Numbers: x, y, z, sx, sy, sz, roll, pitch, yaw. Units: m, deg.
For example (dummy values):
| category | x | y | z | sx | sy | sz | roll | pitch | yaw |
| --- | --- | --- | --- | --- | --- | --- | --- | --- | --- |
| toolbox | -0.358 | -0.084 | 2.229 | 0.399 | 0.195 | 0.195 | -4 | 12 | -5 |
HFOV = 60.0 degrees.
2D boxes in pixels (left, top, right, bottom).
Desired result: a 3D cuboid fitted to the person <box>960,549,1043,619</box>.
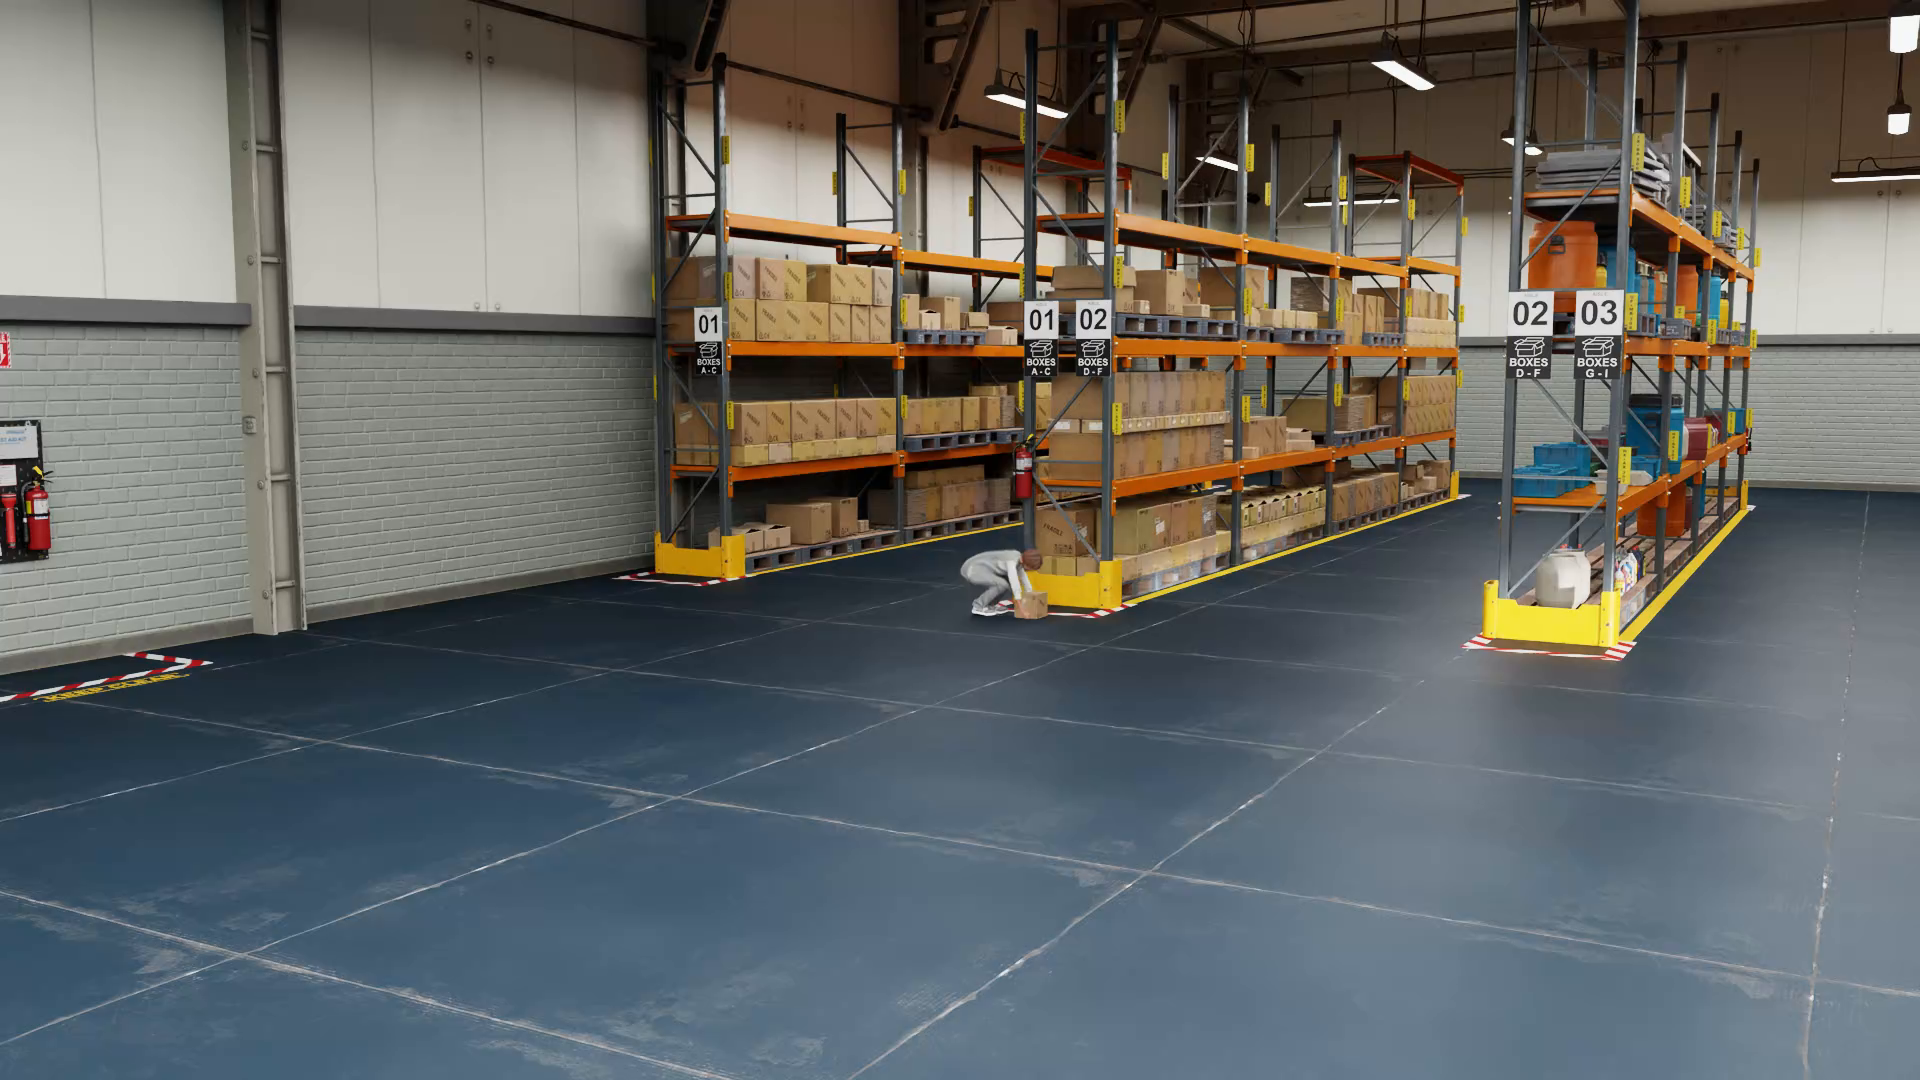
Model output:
| category | x | y | z | sx | sy | sz | roll | pitch | yaw |
| --- | --- | --- | --- | --- | --- | --- | --- | --- | --- |
| person | 0.424 | 0.438 | 16.908 | 0.855 | 0.707 | 0.420 | 3 | 7 | 23 |
